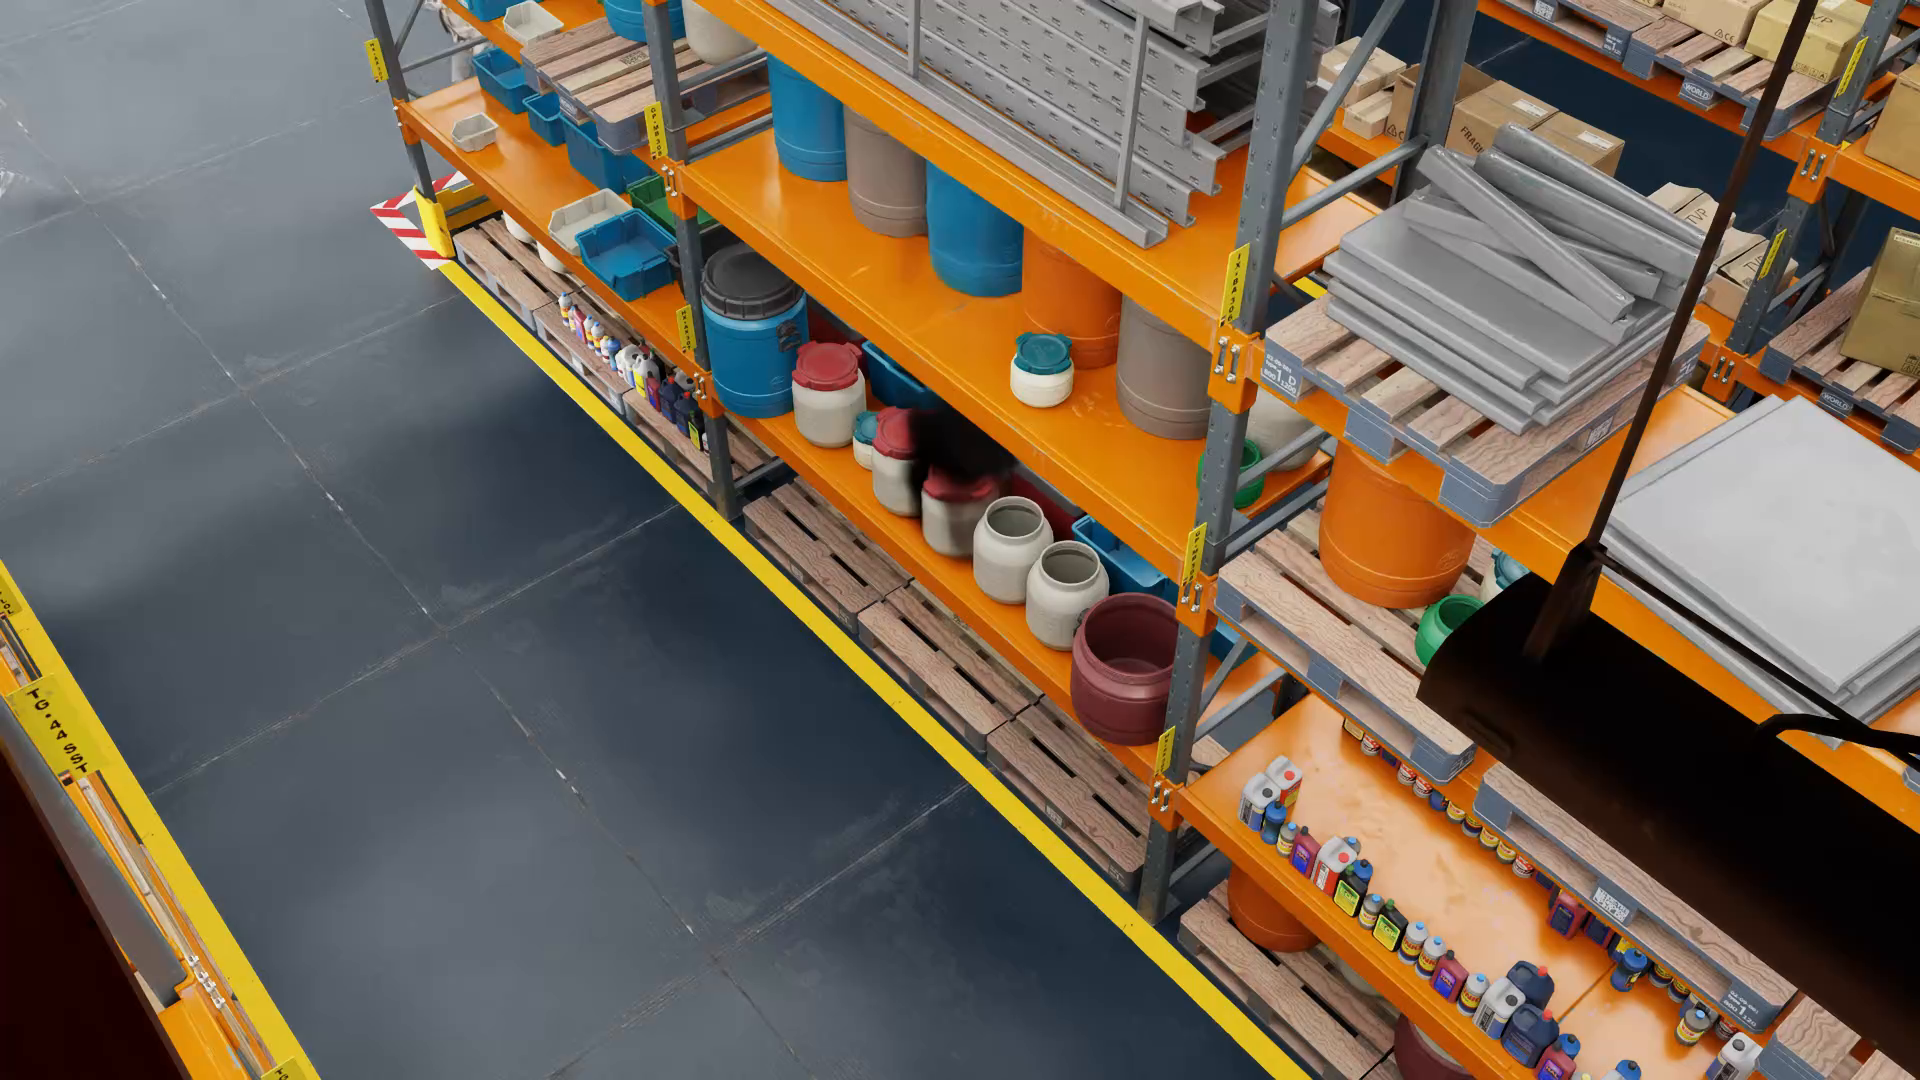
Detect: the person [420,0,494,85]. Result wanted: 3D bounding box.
[{"bbox_3d":[-3.984,-4.110,13.684,0.919,1.702,0.597,-3,47,-3],"label":"person"}]
